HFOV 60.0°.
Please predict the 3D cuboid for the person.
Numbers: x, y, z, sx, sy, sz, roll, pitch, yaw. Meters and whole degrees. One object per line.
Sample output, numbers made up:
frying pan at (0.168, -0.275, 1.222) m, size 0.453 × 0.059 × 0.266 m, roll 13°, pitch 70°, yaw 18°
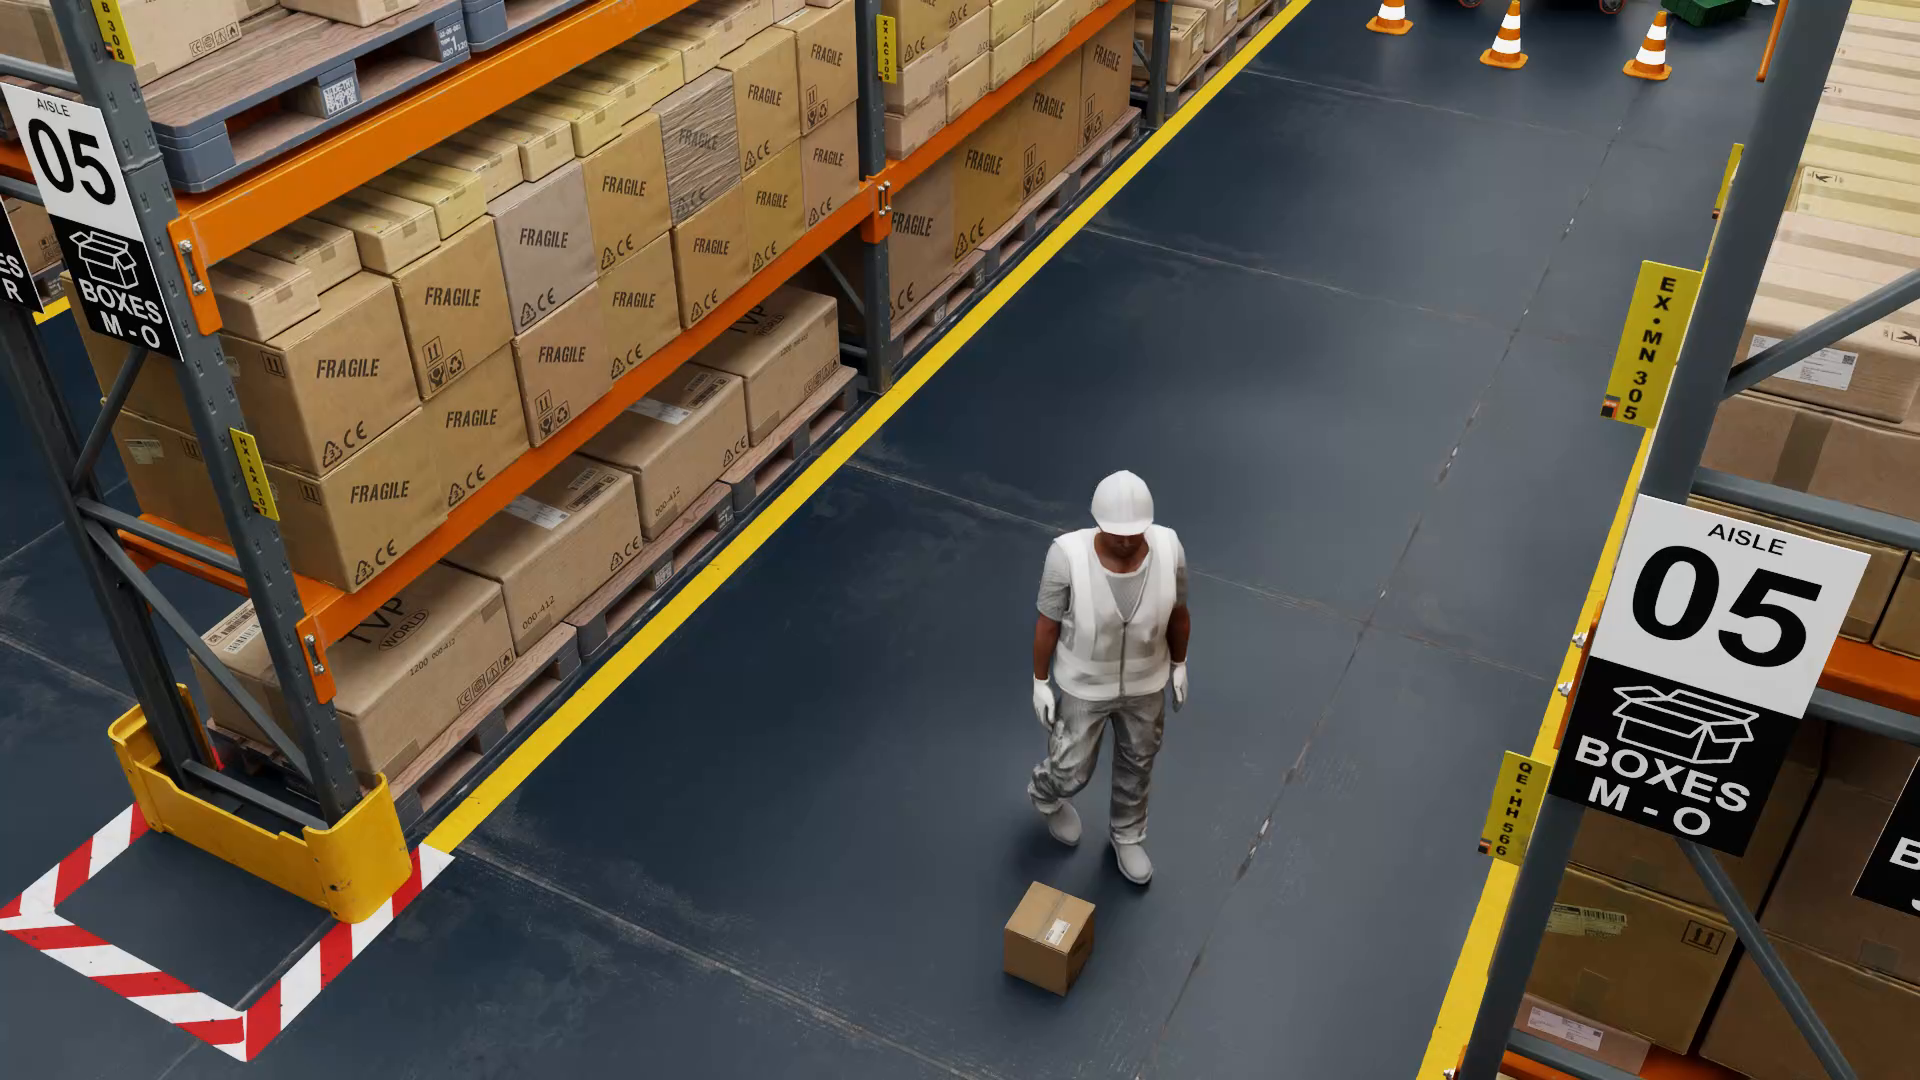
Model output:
person at (0.554, 0.503, 6.063) m, size 0.592 × 1.791 × 0.511 m, roll -6°, pitch 38°, yaw -8°
